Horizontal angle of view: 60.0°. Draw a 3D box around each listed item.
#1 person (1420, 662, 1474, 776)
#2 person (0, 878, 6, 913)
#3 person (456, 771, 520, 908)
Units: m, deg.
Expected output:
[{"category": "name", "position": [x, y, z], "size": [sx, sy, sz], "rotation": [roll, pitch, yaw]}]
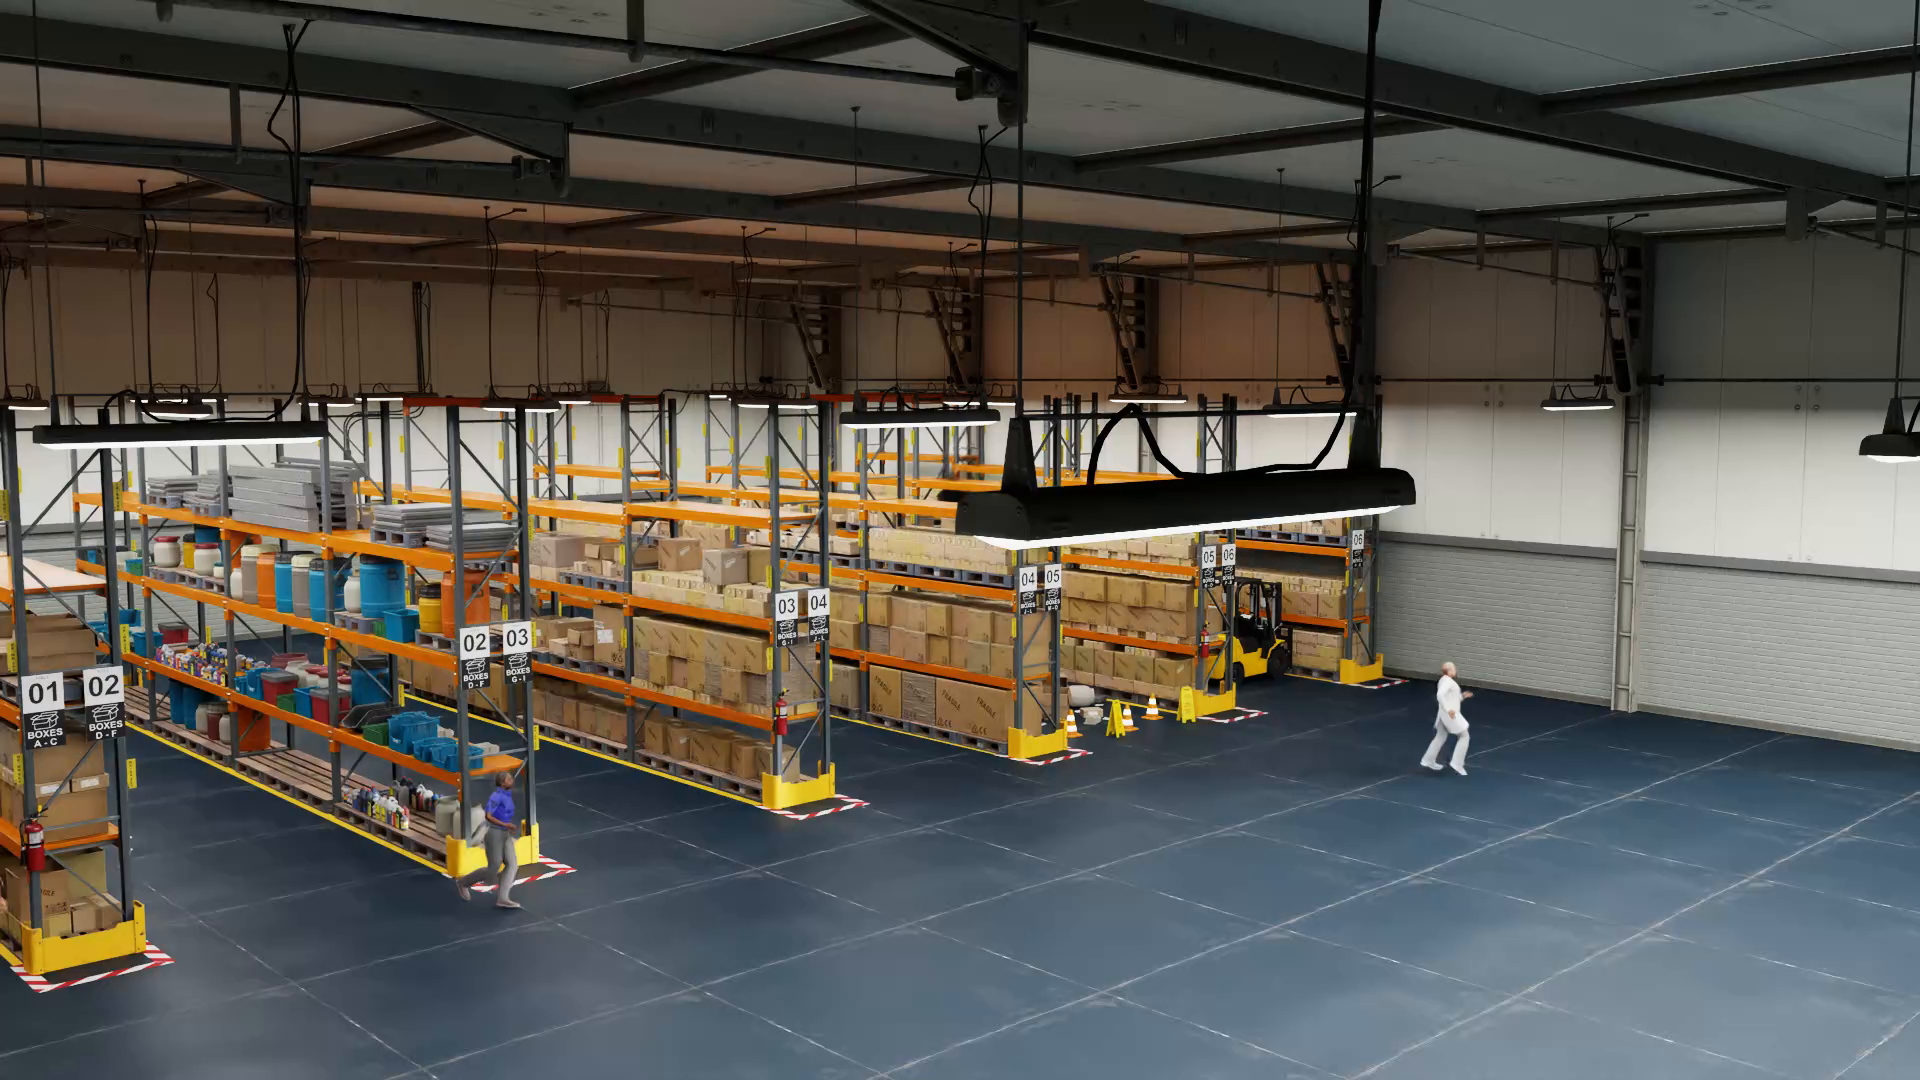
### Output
[{"category": "person", "position": [7.825, 2.876, 26.655], "size": [0.835, 1.849, 0.669], "rotation": [0, 6, -5]}, {"category": "person", "position": [-10.124, 3.832, 17.035], "size": [0.723, 1.764, 0.693], "rotation": [2, 6, 18]}, {"category": "person", "position": [-5.652, 3.603, 20.165], "size": [0.791, 1.593, 0.634], "rotation": [1, 6, 7]}]
